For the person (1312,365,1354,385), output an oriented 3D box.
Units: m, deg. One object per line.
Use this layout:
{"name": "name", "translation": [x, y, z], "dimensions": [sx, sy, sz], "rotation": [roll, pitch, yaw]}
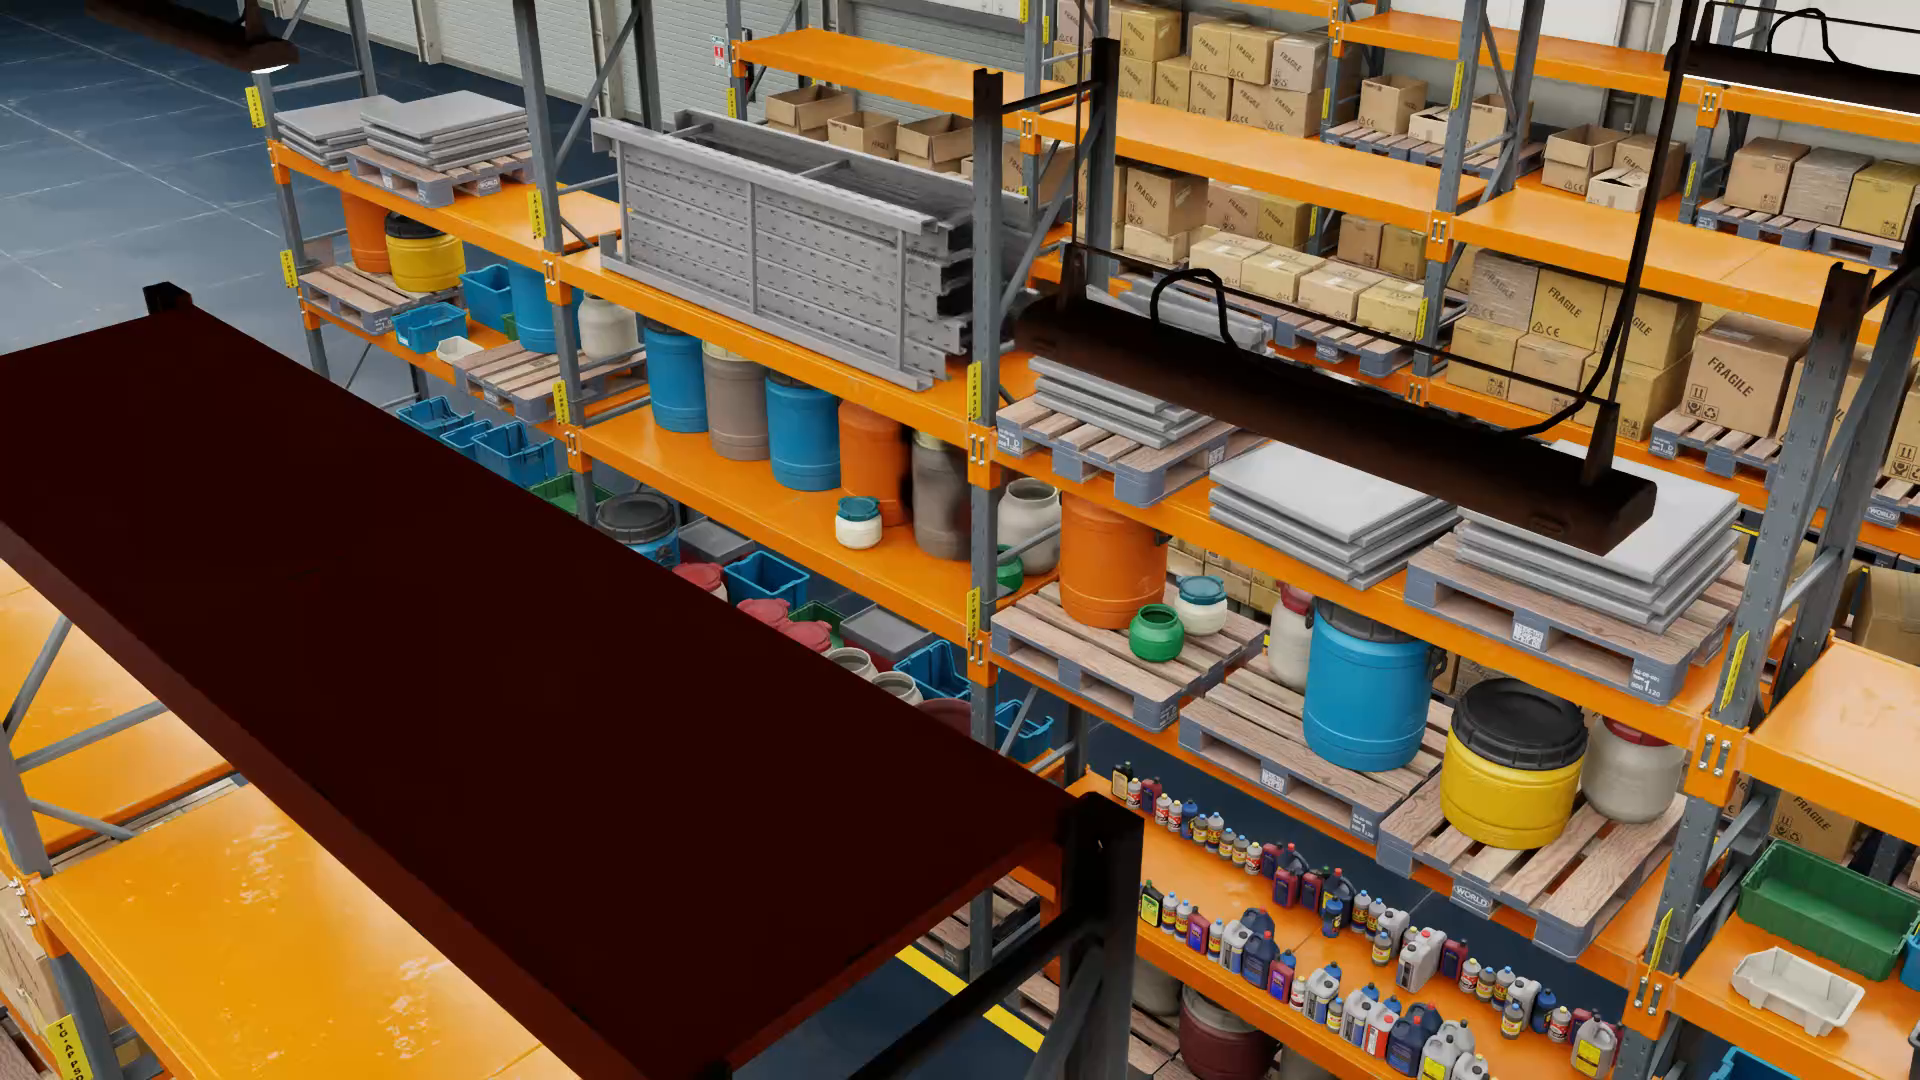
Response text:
{"name": "person", "translation": [3.876, -1.403, 17.158], "dimensions": [0.963, 1.562, 0.714], "rotation": [6, 30, 10]}
